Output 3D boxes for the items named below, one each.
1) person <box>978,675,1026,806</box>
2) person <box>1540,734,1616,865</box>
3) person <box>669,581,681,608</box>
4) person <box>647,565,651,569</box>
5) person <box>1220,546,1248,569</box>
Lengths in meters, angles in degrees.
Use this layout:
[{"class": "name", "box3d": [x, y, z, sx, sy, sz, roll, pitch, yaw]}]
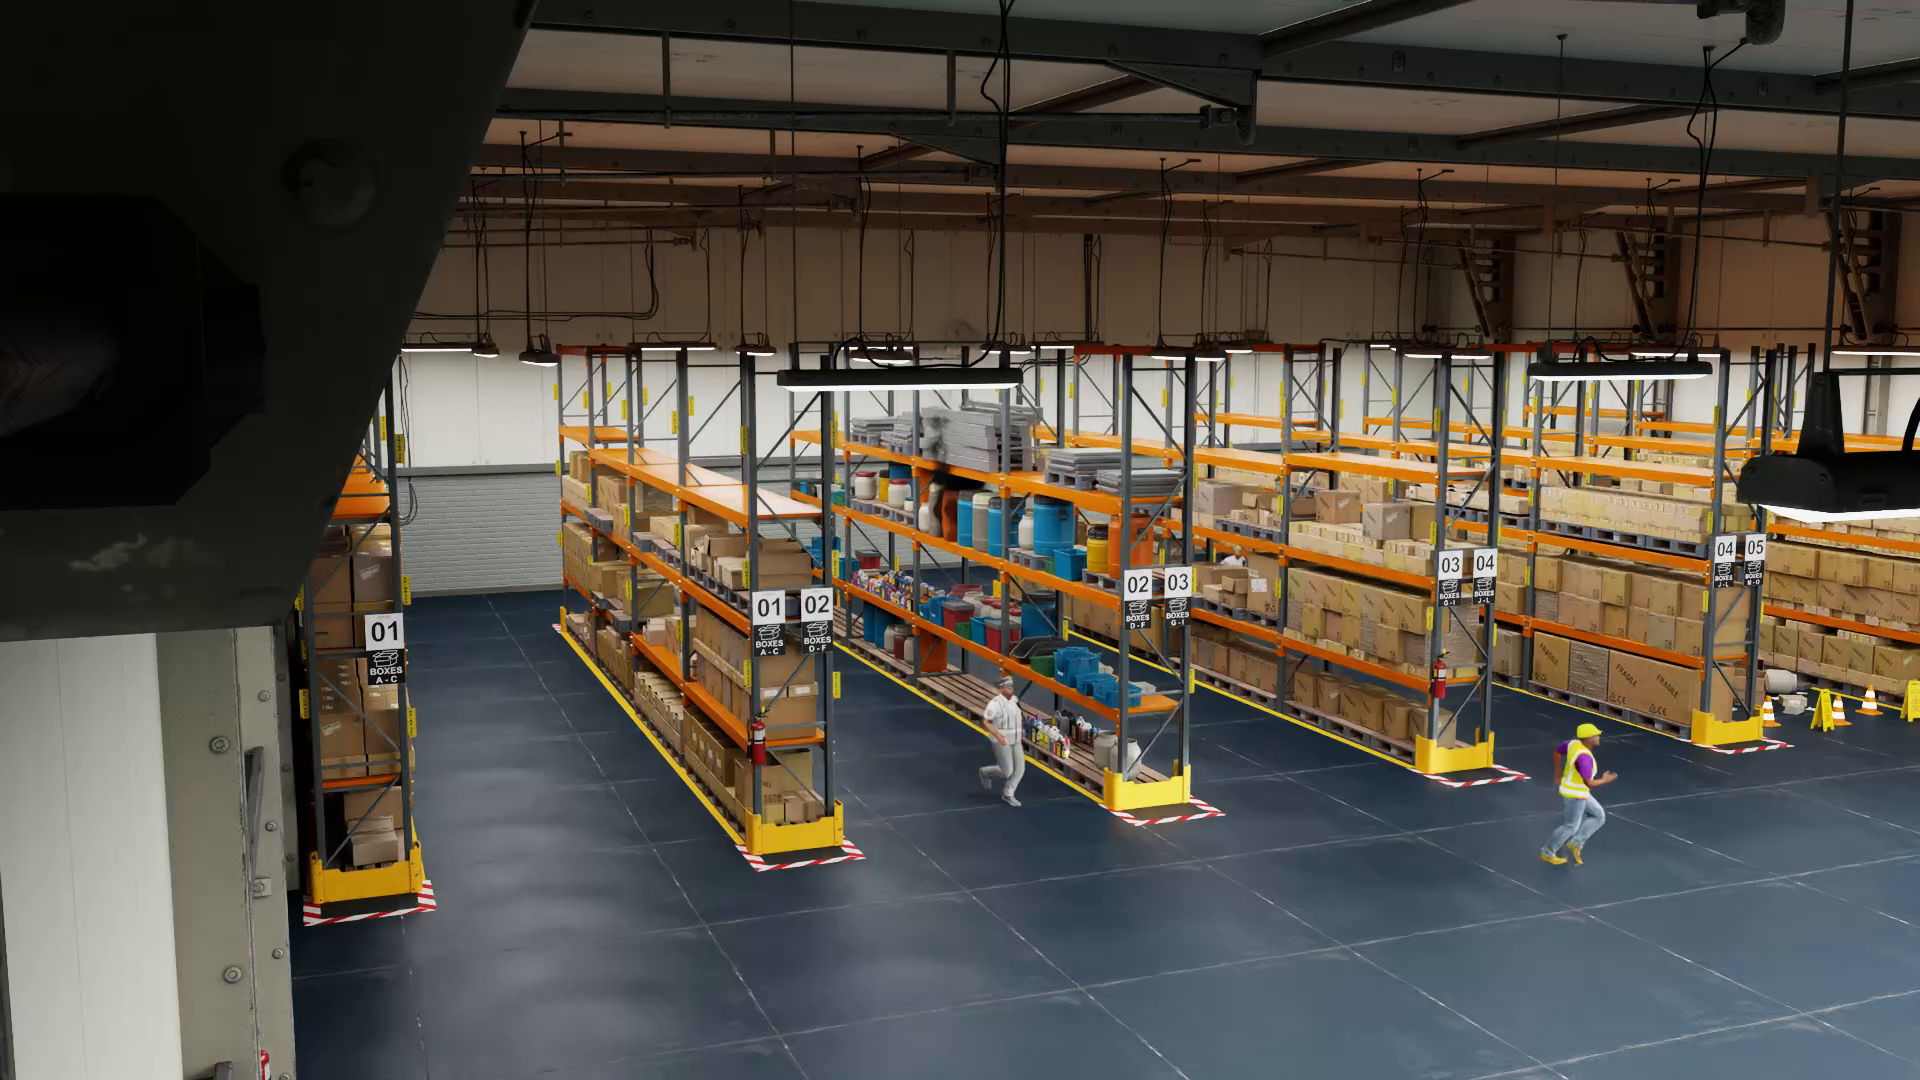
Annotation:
[{"class": "person", "box3d": [0.579, 2.663, 22.291, 0.672, 1.760, 0.644, -7, 10, -44]}, {"class": "person", "box3d": [7.257, 3.004, 19.511, 0.786, 1.683, 0.737, 2, 7, 13]}, {"class": "person", "box3d": [-5.971, 1.045, 35.316, 0.623, 1.640, 0.498, -6, 10, -41]}, {"class": "person", "box3d": [-6.524, 1.013, 35.866, 0.752, 1.559, 0.573, 3, 8, 20]}, {"class": "person", "box3d": [5.959, 0.957, 36.042, 0.587, 1.672, 0.747, -3, 8, -23]}]
